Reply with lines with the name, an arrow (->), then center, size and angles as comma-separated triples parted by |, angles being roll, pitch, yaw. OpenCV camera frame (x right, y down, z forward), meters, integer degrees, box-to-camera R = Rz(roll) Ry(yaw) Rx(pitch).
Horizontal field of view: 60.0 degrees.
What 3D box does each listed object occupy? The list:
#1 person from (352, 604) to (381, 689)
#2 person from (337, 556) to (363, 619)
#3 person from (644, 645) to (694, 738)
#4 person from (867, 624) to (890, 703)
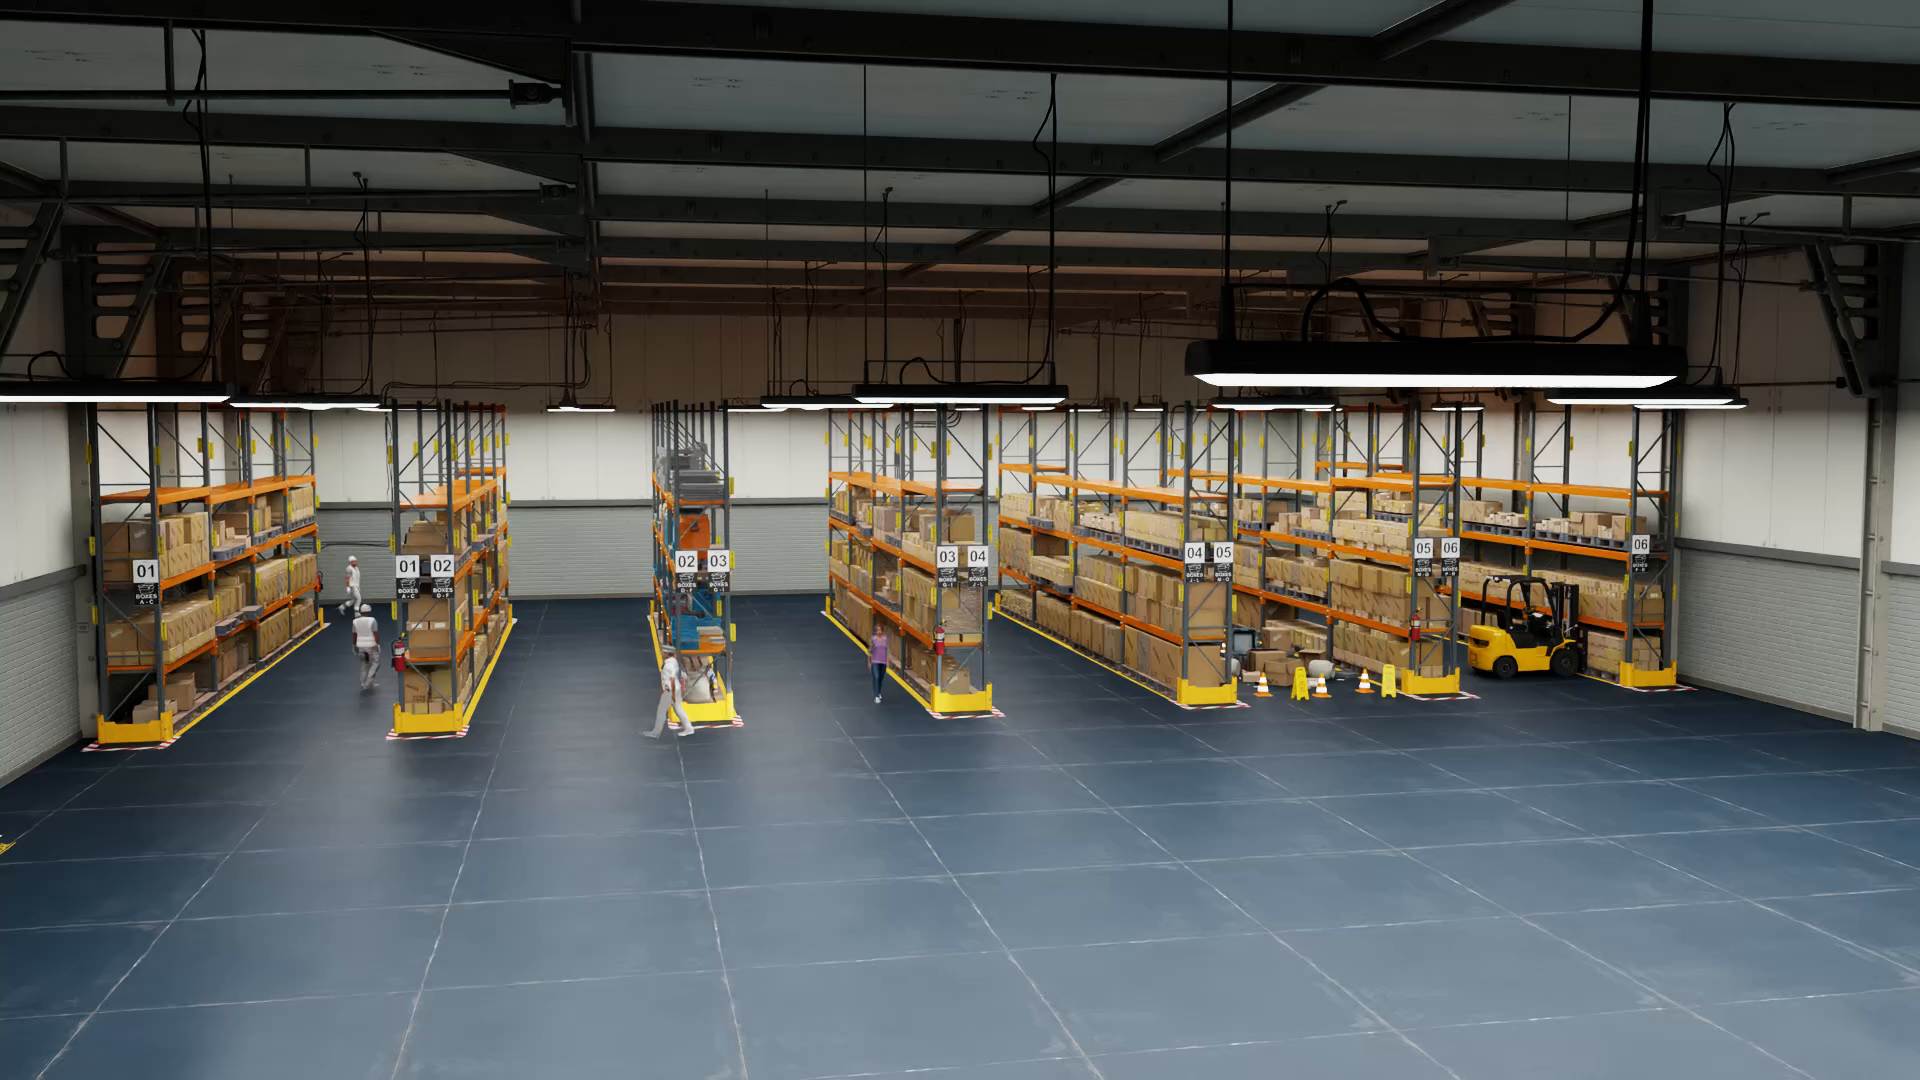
person -> -12.371, 2.228, 34.641 | 0.600, 1.783, 0.530 | 1, 4, 9
person -> -17.060, 1.324, 46.591 | 0.810, 1.760, 0.550 | 0, 4, -5
person -> -5.166, 2.681, 29.512 | 0.840, 1.627, 0.478 | 0, 4, 3
person -> -1.597, 2.446, 33.013 | 0.438, 1.535, 0.944 | -2, 5, -21
